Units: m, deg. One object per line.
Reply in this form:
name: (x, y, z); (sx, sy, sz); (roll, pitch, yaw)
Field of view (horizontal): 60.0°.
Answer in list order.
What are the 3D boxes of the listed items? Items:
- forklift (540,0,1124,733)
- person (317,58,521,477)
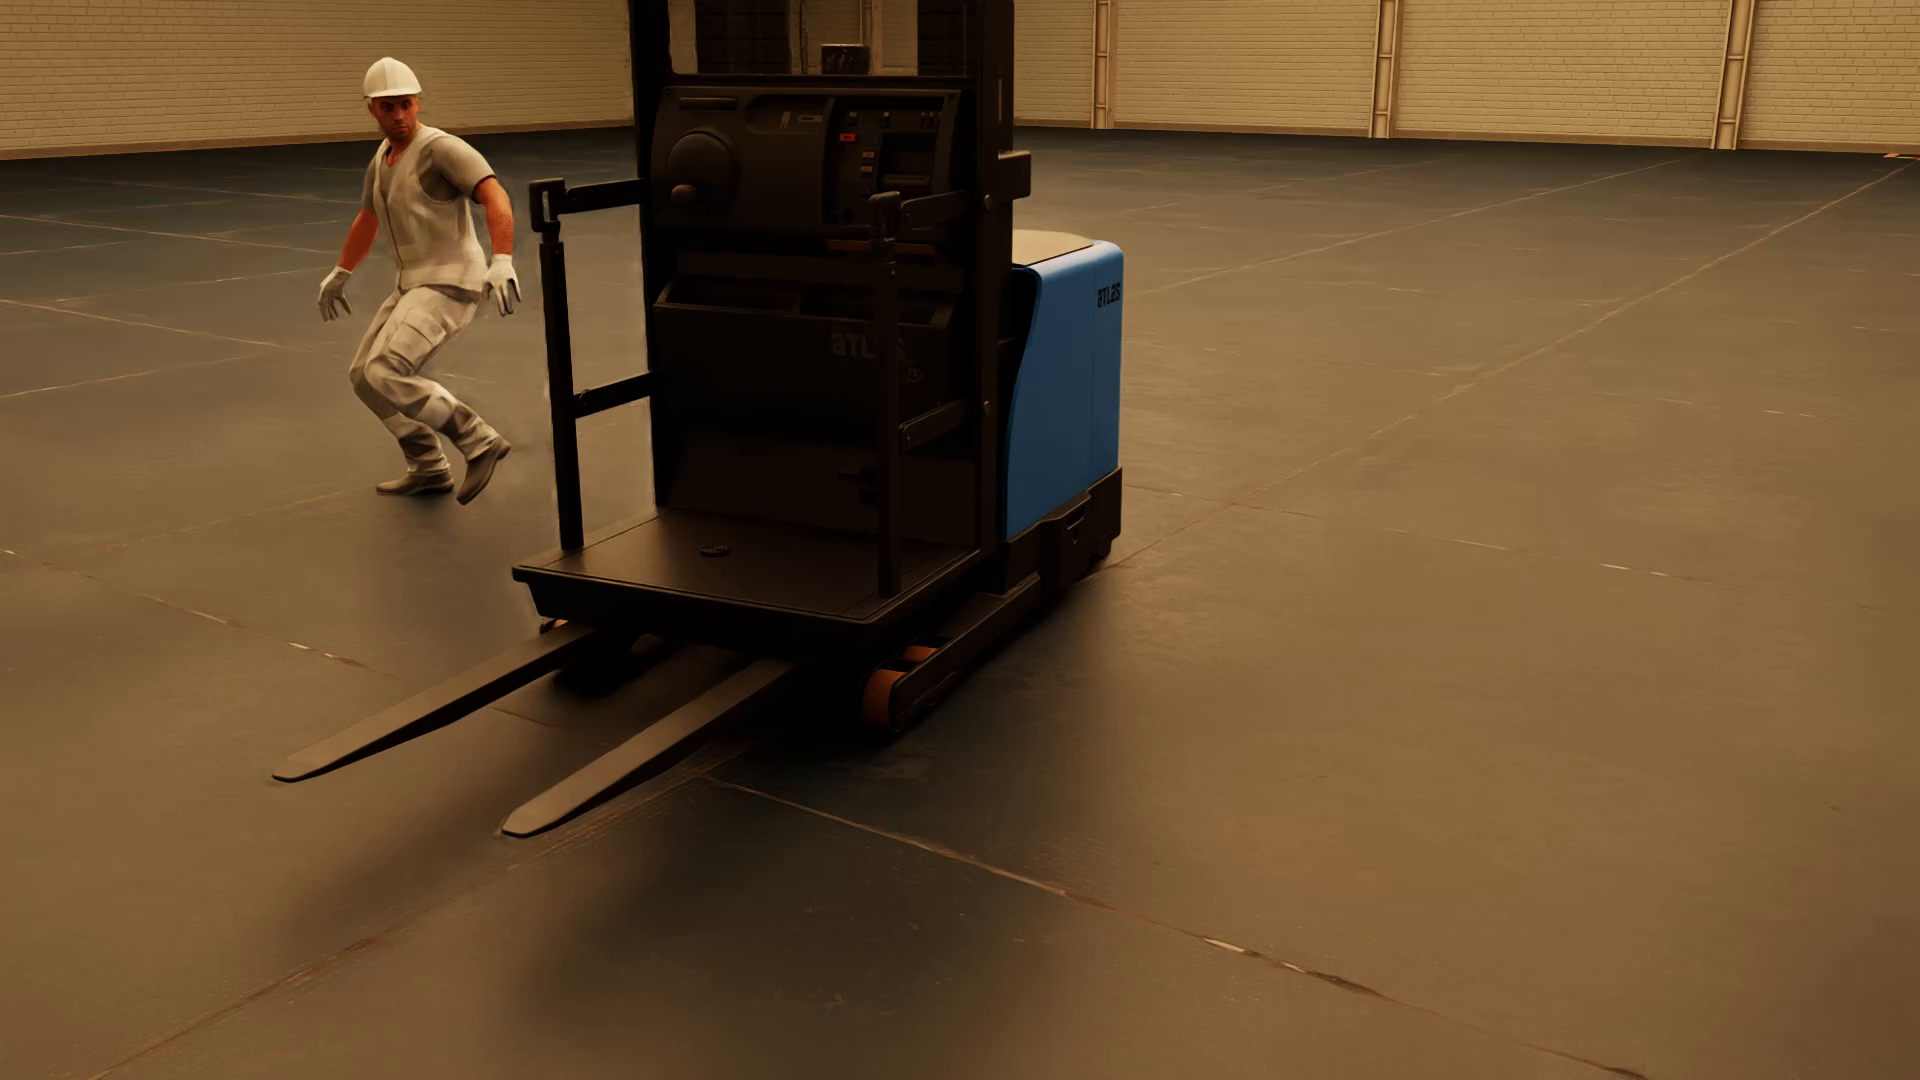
forklift: (-0.518, -1.047, 4.334); (1.130, 2.935, 3.031); (8, 18, 24)
person: (-2.030, -0.975, 6.211); (0.559, 1.587, 0.908); (-11, 20, -33)
